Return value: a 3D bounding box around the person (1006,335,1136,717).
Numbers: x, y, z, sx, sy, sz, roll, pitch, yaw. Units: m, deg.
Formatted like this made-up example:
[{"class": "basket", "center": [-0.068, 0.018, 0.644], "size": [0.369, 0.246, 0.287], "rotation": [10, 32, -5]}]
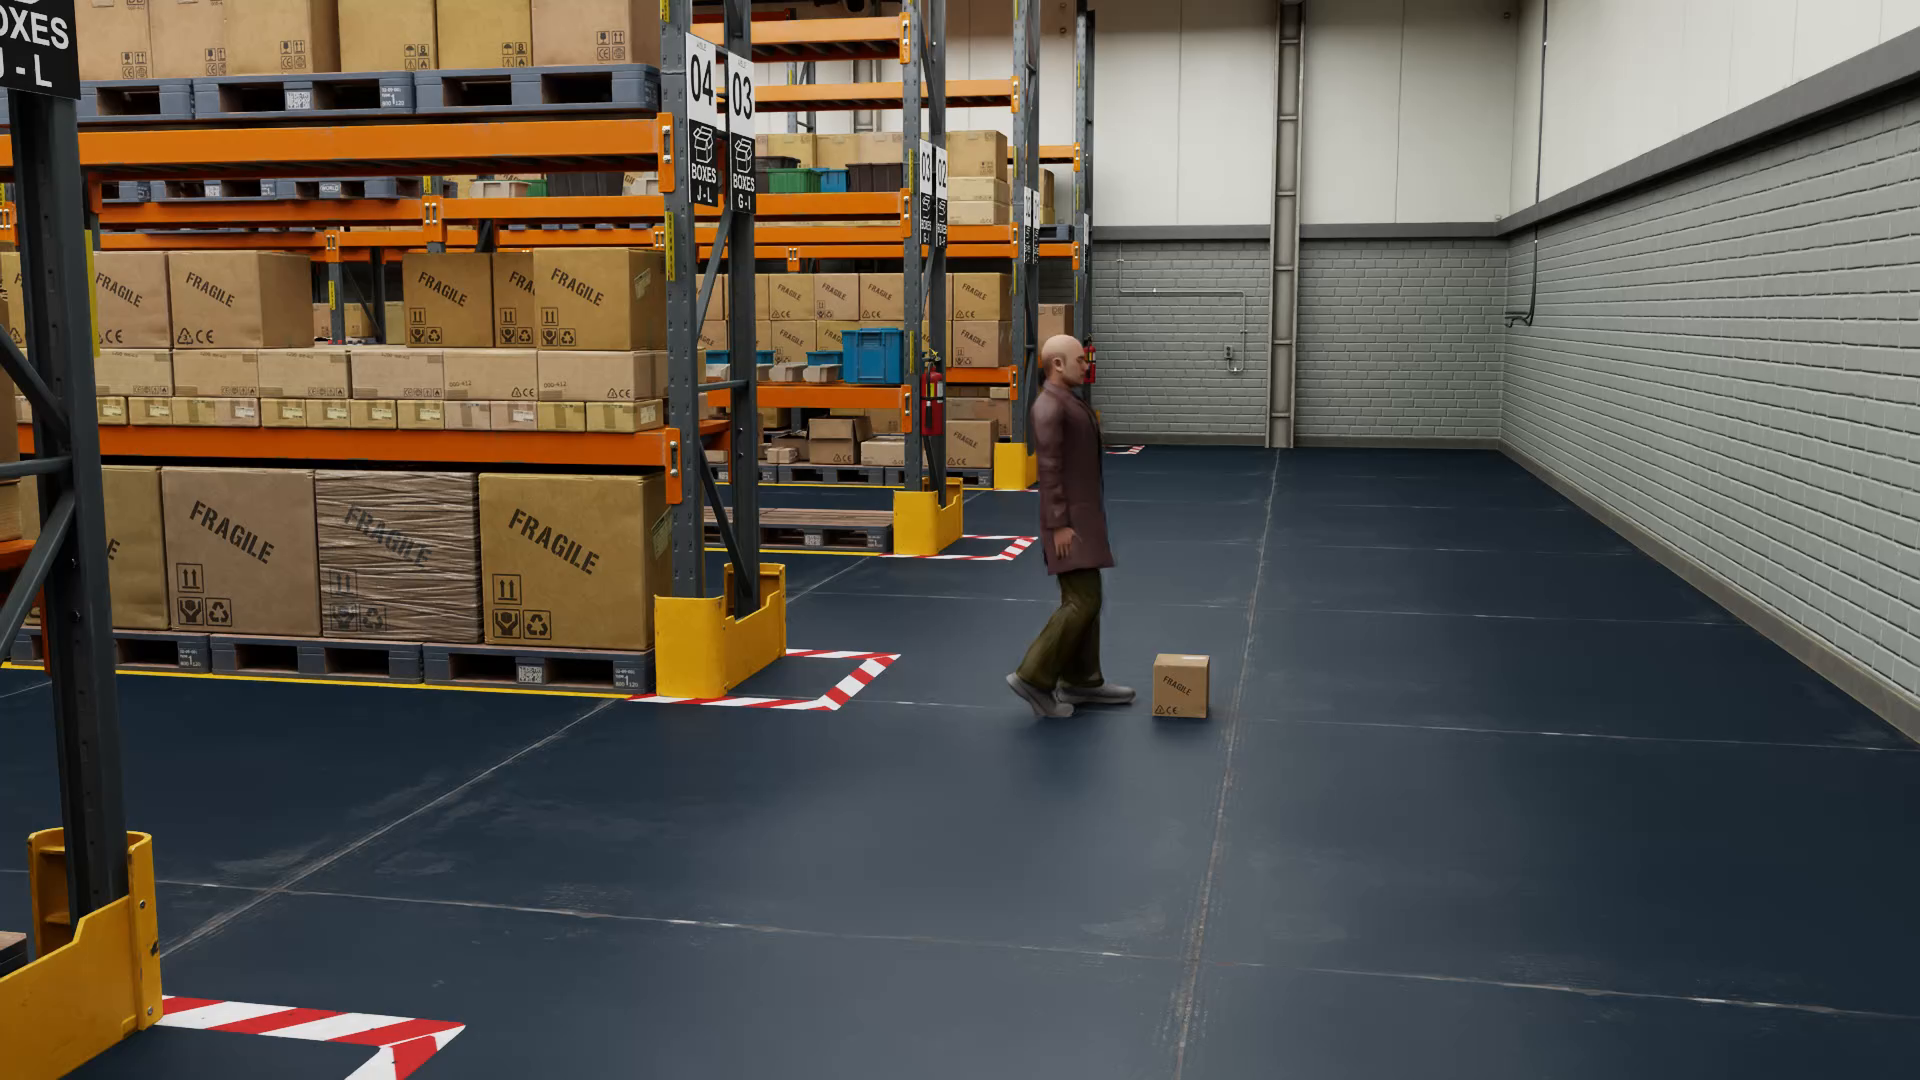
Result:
[{"class": "person", "center": [0.550, -0.058, 7.930], "size": [0.580, 1.785, 0.625], "rotation": [2, 8, 11]}]
